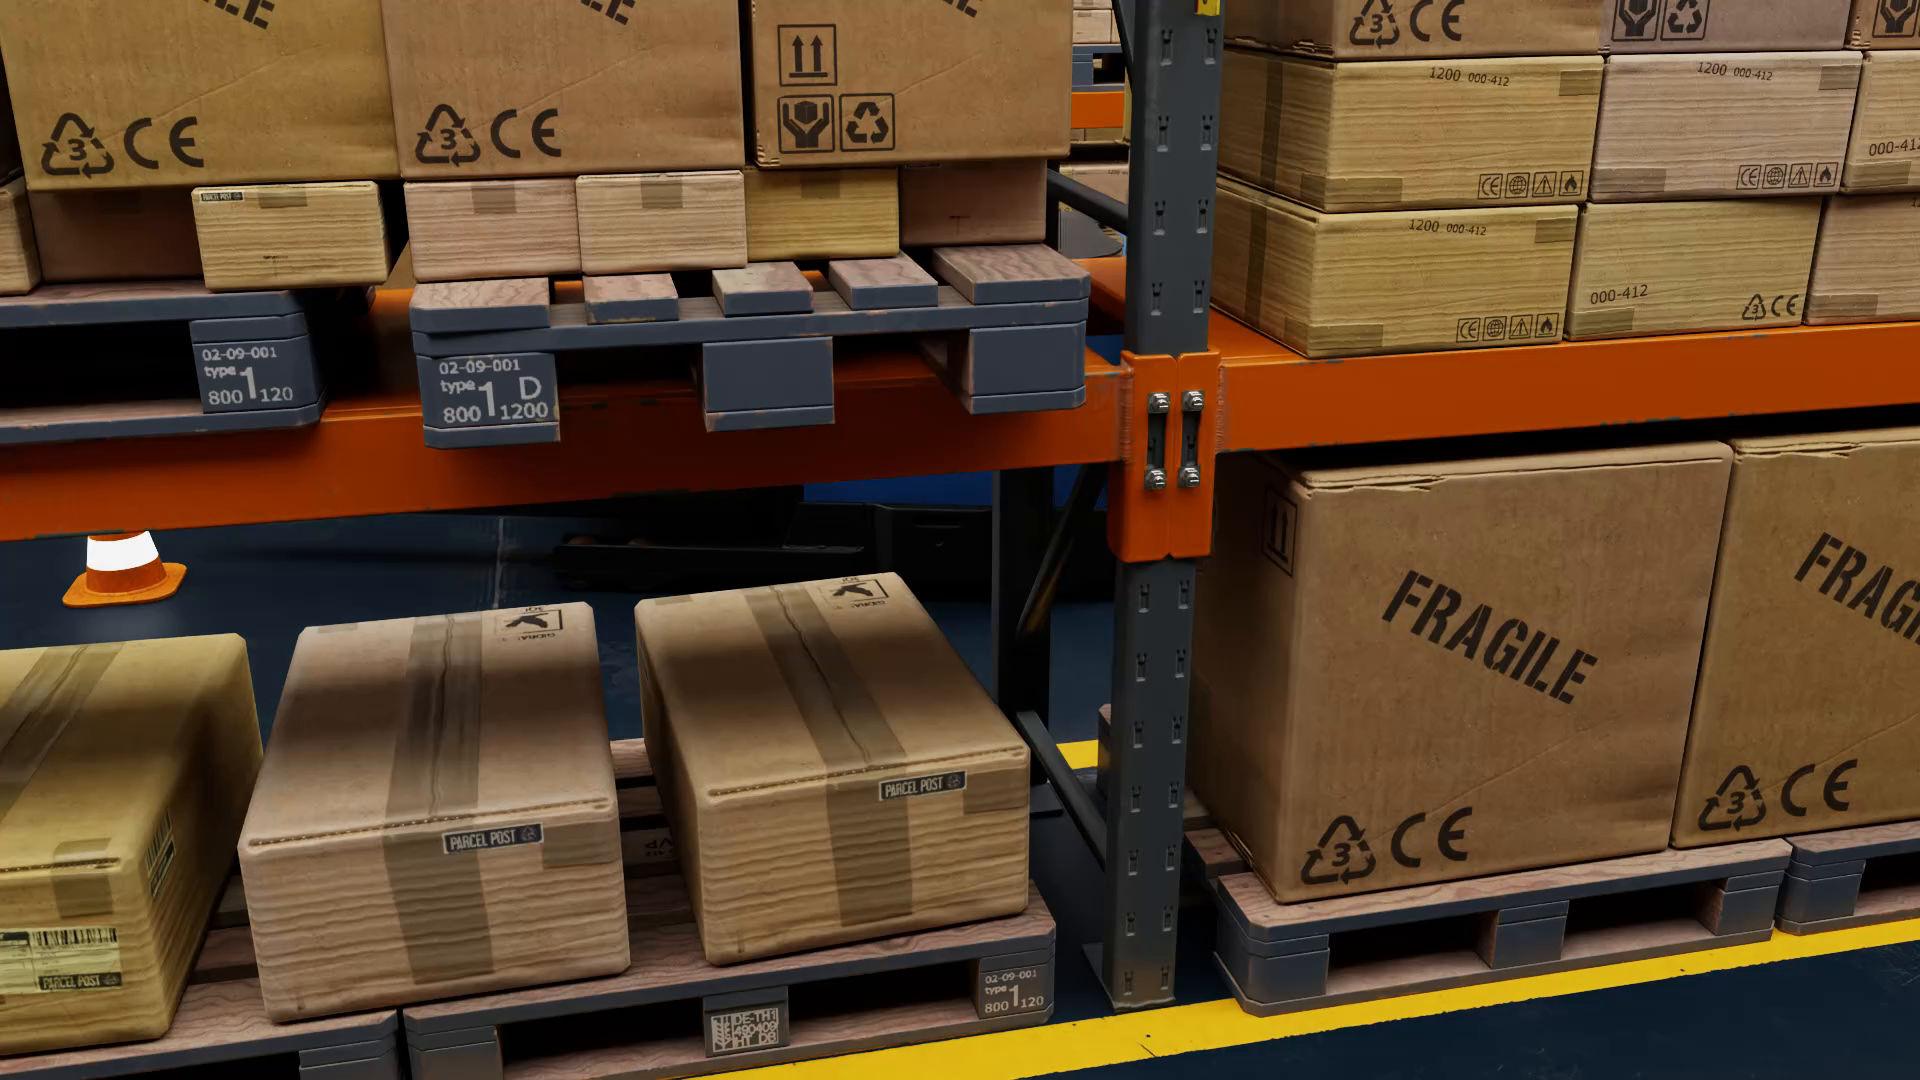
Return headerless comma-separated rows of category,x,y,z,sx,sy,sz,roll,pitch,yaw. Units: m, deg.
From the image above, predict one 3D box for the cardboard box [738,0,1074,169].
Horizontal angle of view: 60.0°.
cardboard box,-0.128,-0.903,2.730,0.500,0.500,0.500,-5,21,-14

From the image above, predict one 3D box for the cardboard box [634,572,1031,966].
cardboard box,-0.302,0.430,3.490,0.625,0.372,0.950,-6,21,-16

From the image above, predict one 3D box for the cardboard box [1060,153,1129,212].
cardboard box,0.718,-1.721,8.086,0.500,0.250,0.500,-4,21,-12

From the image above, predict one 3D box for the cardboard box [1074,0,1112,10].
cardboard box,0.540,-2.571,7.794,0.250,0.149,0.380,-5,21,-12

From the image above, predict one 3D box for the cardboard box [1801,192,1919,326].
cardboard box,1.792,-0.618,3.360,0.500,0.250,0.500,-4,20,-11

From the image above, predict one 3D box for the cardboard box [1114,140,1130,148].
cardboard box,1.111,-1.937,8.676,0.500,0.250,0.500,-4,20,-10

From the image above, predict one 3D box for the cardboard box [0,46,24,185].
cardboard box,-1.651,-0.775,2.381,0.500,0.500,0.500,-6,21,-15

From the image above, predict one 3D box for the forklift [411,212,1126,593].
forklift,-0.904,-1.393,5.357,3.031,2.935,1.130,2,20,4

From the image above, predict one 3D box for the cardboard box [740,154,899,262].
cardboard box,-0.259,-0.577,2.784,0.250,0.149,0.380,-4,21,-12

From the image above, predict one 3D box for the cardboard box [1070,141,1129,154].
cardboard box,0.605,-1.893,8.555,0.500,0.250,0.500,-4,21,-11

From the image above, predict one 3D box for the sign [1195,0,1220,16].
sign,0.384,-0.974,2.544,0.005,0.325,0.100,-5,21,-12

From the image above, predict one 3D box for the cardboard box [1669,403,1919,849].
cardboard box,1.810,0.056,3.779,0.875,0.875,0.875,-4,21,-12

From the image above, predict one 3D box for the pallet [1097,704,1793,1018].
pallet,1.035,0.624,3.804,1.213,0.211,1.003,-5,21,-12

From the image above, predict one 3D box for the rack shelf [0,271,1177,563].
rack shelf,-1.696,-0.152,2.915,4.000,0.370,1.077,-5,21,-12

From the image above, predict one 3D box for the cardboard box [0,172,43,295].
cardboard box,-1.504,-0.474,2.501,0.250,0.149,0.380,-5,21,-14

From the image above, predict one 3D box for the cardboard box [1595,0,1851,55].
cardboard box,1.267,-1.164,3.033,0.500,0.500,0.500,-5,21,-12

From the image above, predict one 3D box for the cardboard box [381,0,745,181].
cardboard box,-0.629,-0.858,2.609,0.500,0.500,0.500,-5,21,-13

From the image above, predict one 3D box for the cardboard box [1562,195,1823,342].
cardboard box,1.280,-0.579,3.252,0.500,0.250,0.500,-5,21,-14

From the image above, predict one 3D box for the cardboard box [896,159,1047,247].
cardboard box,-0.015,-0.623,2.908,0.250,0.149,0.380,-4,20,-10

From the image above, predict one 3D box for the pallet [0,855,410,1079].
pallet,-1.696,0.818,3.275,1.213,0.211,1.003,-5,21,-12

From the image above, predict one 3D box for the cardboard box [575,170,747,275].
cardboard box,-0.494,-0.542,2.689,0.250,0.149,0.380,-5,21,-13

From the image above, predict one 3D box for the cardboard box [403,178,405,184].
cardboard box,-0.941,-0.732,3.206,0.250,0.149,0.380,-5,21,-12

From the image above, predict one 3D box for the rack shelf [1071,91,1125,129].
rack shelf,0.959,-2.118,8.281,4.000,0.370,1.077,-5,21,-12

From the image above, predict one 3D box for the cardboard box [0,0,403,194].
cardboard box,-1.120,-0.818,2.499,0.500,0.500,0.500,-6,21,-16

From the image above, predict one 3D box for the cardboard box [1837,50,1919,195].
cardboard box,1.791,-0.846,3.254,0.500,0.250,0.500,-5,21,-13

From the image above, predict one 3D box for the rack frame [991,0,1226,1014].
rack frame,0.250,-0.648,3.223,0.127,3.000,1.000,-5,21,-12

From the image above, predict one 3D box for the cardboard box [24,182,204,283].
cardboard box,-1.279,-0.521,2.630,0.250,0.149,0.380,-4,21,-12

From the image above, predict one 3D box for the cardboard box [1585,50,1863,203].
cardboard box,1.303,-0.811,3.158,0.500,0.250,0.500,-4,21,-11

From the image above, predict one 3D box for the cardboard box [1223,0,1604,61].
cardboard box,0.786,-1.122,2.917,0.500,0.500,0.500,-5,21,-14

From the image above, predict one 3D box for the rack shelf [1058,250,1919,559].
rack shelf,2.196,-0.469,3.779,4.000,0.370,1.077,-5,21,-12

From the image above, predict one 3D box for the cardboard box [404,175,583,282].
cardboard box,-0.741,-0.525,2.642,0.250,0.149,0.380,-6,21,-15

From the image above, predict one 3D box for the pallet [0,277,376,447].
pallet,-1.667,-0.388,2.791,1.213,0.211,1.003,-5,21,-12

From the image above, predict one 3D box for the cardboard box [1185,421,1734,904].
cardboard box,0.941,0.125,3.590,0.875,0.875,0.875,-5,21,-13

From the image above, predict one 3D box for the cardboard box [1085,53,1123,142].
cardboard box,1.244,-3.424,13.280,0.875,0.875,1.225,-5,21,-12

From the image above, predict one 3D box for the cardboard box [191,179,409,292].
cardboard box,-1.005,-0.499,2.570,0.250,0.149,0.380,-4,21,-12

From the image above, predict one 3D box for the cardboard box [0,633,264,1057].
cardboard box,-1.758,0.549,3.165,0.625,0.372,0.950,-4,20,-11

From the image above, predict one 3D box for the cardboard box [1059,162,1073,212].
cardboard box,0.233,-1.686,7.991,0.500,0.250,0.500,-5,21,-13

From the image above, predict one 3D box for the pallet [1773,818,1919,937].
pallet,2.220,0.529,4.065,1.213,0.211,1.003,-5,21,-12

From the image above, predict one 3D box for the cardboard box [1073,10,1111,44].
cardboard box,0.539,-2.431,7.844,0.250,0.149,0.380,-4,20,-11

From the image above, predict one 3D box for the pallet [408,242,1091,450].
pallet,-0.419,-0.466,3.005,1.003,0.211,1.213,-5,21,-12

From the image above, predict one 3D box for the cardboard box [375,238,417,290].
cardboard box,-2.451,-1.350,7.798,0.750,0.750,1.050,-4,21,-12

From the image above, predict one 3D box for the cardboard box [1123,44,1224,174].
cardboard box,0.663,-0.936,3.500,0.500,0.250,0.500,-5,21,-13

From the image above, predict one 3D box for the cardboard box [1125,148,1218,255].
cardboard box,0.683,-0.705,3.596,0.500,0.250,0.500,-5,21,-14

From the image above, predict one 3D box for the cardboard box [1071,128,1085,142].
cardboard box,0.375,-3.353,13.086,0.875,0.875,1.225,-5,21,-14

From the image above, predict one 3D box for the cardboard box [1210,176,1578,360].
cardboard box,0.784,-0.532,3.125,0.500,0.250,0.500,-5,21,-13

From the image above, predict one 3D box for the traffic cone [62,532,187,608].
traffic cone,-2.706,-0.065,5.319,0.334,0.463,0.336,-5,21,-12

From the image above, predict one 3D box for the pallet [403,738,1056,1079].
pallet,-0.511,0.722,3.535,1.213,0.211,1.003,-5,21,-12

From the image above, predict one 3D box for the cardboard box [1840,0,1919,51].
cardboard box,1.774,-1.200,3.131,0.500,0.500,0.500,-4,21,-11

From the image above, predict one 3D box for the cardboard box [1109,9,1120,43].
cardboard box,0.784,-2.450,7.896,0.250,0.149,0.380,-4,21,-12

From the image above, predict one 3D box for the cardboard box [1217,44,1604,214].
cardboard box,0.800,-0.770,3.047,0.500,0.250,0.500,-5,21,-13

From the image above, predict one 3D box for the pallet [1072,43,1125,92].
pallet,0.930,-2.377,8.223,1.213,0.211,1.003,-5,21,-12

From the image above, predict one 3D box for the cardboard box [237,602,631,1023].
cardboard box,-1.018,0.491,3.323,0.625,0.372,0.950,-5,21,-14
